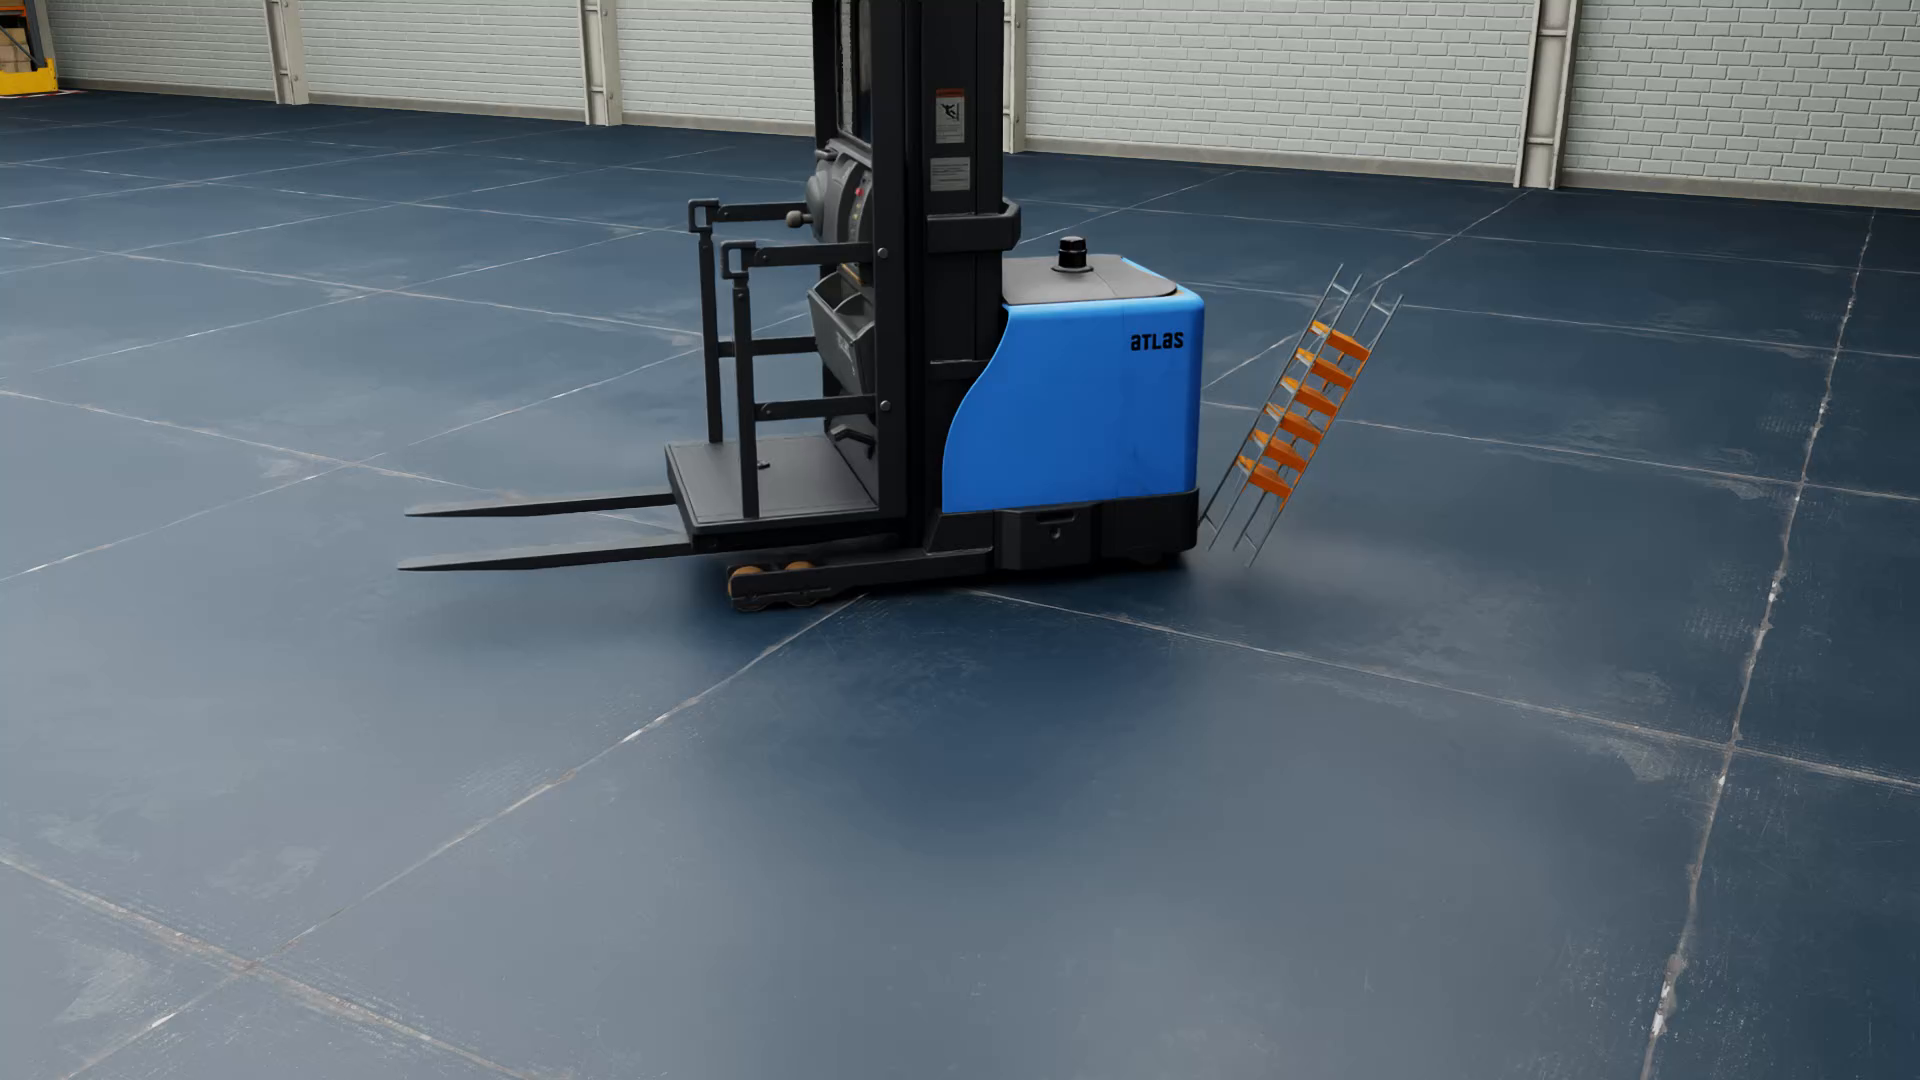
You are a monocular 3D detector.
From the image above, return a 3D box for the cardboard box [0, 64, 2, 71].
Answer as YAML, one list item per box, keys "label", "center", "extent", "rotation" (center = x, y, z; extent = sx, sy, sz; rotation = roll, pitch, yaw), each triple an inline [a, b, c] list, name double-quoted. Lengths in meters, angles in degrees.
- label: "cardboard box"
  center: [-15.591, -7.436, 26.382]
  extent: [0.500, 0.250, 0.500]
  rotation: [11, 23, 28]

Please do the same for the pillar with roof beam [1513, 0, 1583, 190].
- label: "pillar with roof beam"
  center: [3.658, -6.479, 11.529]
  extent: [0.400, 9.000, 9.100]
  rotation: [11, 23, 27]

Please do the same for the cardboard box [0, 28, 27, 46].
- label: "cardboard box"
  center: [-15.354, -8.058, 26.631]
  extent: [0.500, 0.250, 0.500]
  rotation: [10, 22, 26]

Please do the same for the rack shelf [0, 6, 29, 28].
- label: "rack shelf"
  center: [-16.773, -8.541, 27.068]
  extent: [4.000, 0.370, 1.077]
  rotation: [11, 23, 27]

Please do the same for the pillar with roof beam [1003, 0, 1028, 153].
- label: "pillar with roof beam"
  center: [-1.580, -7.476, 14.279]
  extent: [0.400, 9.000, 9.100]
  rotation: [11, 23, 27]

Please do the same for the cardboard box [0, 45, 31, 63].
- label: "cardboard box"
  center: [-15.336, -7.827, 26.727]
  extent: [0.500, 0.250, 0.500]
  rotation: [11, 23, 28]

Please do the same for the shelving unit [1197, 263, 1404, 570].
- label: "shelving unit"
  center: [1.303, -0.475, 6.471]
  extent: [0.189, 1.200, 0.258]
  rotation: [23, 16, -13]

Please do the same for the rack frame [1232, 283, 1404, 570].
- label: "rack frame"
  center: [1.384, -0.440, 6.492]
  extent: [0.006, 1.200, 0.240]
  rotation: [23, 16, -13]

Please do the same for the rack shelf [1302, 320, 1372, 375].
- label: "rack shelf"
  center: [1.441, -0.746, 6.387]
  extent: [0.180, 0.103, 0.258]
  rotation: [23, 16, -13]

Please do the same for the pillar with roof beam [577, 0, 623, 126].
- label: "pillar with roof beam"
  center: [-6.819, -8.474, 17.030]
  extent: [0.400, 9.000, 9.100]
  rotation: [11, 23, 27]

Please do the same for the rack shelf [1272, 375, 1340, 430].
- label: "rack shelf"
  center: [1.336, -0.540, 6.451]
  extent: [0.180, 0.103, 0.258]
  rotation: [23, 16, -13]

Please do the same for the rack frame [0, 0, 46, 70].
- label: "rack frame"
  center: [-15.027, -8.547, 26.029]
  extent: [0.127, 3.000, 1.000]
  rotation: [11, 23, 27]

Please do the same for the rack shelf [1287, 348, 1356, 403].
- label: "rack shelf"
  center: [1.389, -0.643, 6.419]
  extent: [0.180, 0.103, 0.258]
  rotation: [23, 16, -13]

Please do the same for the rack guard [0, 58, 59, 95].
- label: "rack guard"
  center: [-15.006, -7.368, 26.444]
  extent: [0.348, 0.500, 1.175]
  rotation: [11, 23, 27]

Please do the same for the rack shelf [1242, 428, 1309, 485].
- label: "rack shelf"
  center: [1.230, -0.334, 6.514]
  extent: [0.180, 0.103, 0.258]
  rotation: [23, 16, -13]

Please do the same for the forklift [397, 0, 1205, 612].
- label: "forklift"
  center: [-0.634, -1.311, 6.181]
  extent: [3.031, 2.935, 1.130]
  rotation: [-5, 21, -14]

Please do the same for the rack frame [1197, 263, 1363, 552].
- label: "rack frame"
  center: [1.221, -0.510, 6.449]
  extent: [0.006, 1.200, 0.240]
  rotation: [23, 16, -13]

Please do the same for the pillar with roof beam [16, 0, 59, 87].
- label: "pillar with roof beam"
  center: [-17.295, -10.470, 22.532]
  extent: [0.400, 9.000, 9.100]
  rotation: [11, 23, 27]

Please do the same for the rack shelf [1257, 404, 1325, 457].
- label: "rack shelf"
  center: [1.283, -0.437, 6.482]
  extent: [0.180, 0.103, 0.258]
  rotation: [23, 16, -13]

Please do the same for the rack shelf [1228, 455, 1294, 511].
- label: "rack shelf"
  center: [1.178, -0.231, 6.546]
  extent: [0.180, 0.103, 0.258]
  rotation: [23, 16, -13]

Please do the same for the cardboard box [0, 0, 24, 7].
- label: "cardboard box"
  center: [-15.324, -8.759, 26.467]
  extent: [0.500, 0.500, 0.500]
  rotation: [12, 23, 29]

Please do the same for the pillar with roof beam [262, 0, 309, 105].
- label: "pillar with roof beam"
  center: [-12.057, -9.472, 19.781]
  extent: [0.400, 9.000, 9.100]
  rotation: [11, 23, 27]

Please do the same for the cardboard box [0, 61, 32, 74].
- label: "cardboard box"
  center: [-15.360, -7.592, 26.812]
  extent: [0.500, 0.250, 0.500]
  rotation: [11, 23, 28]
